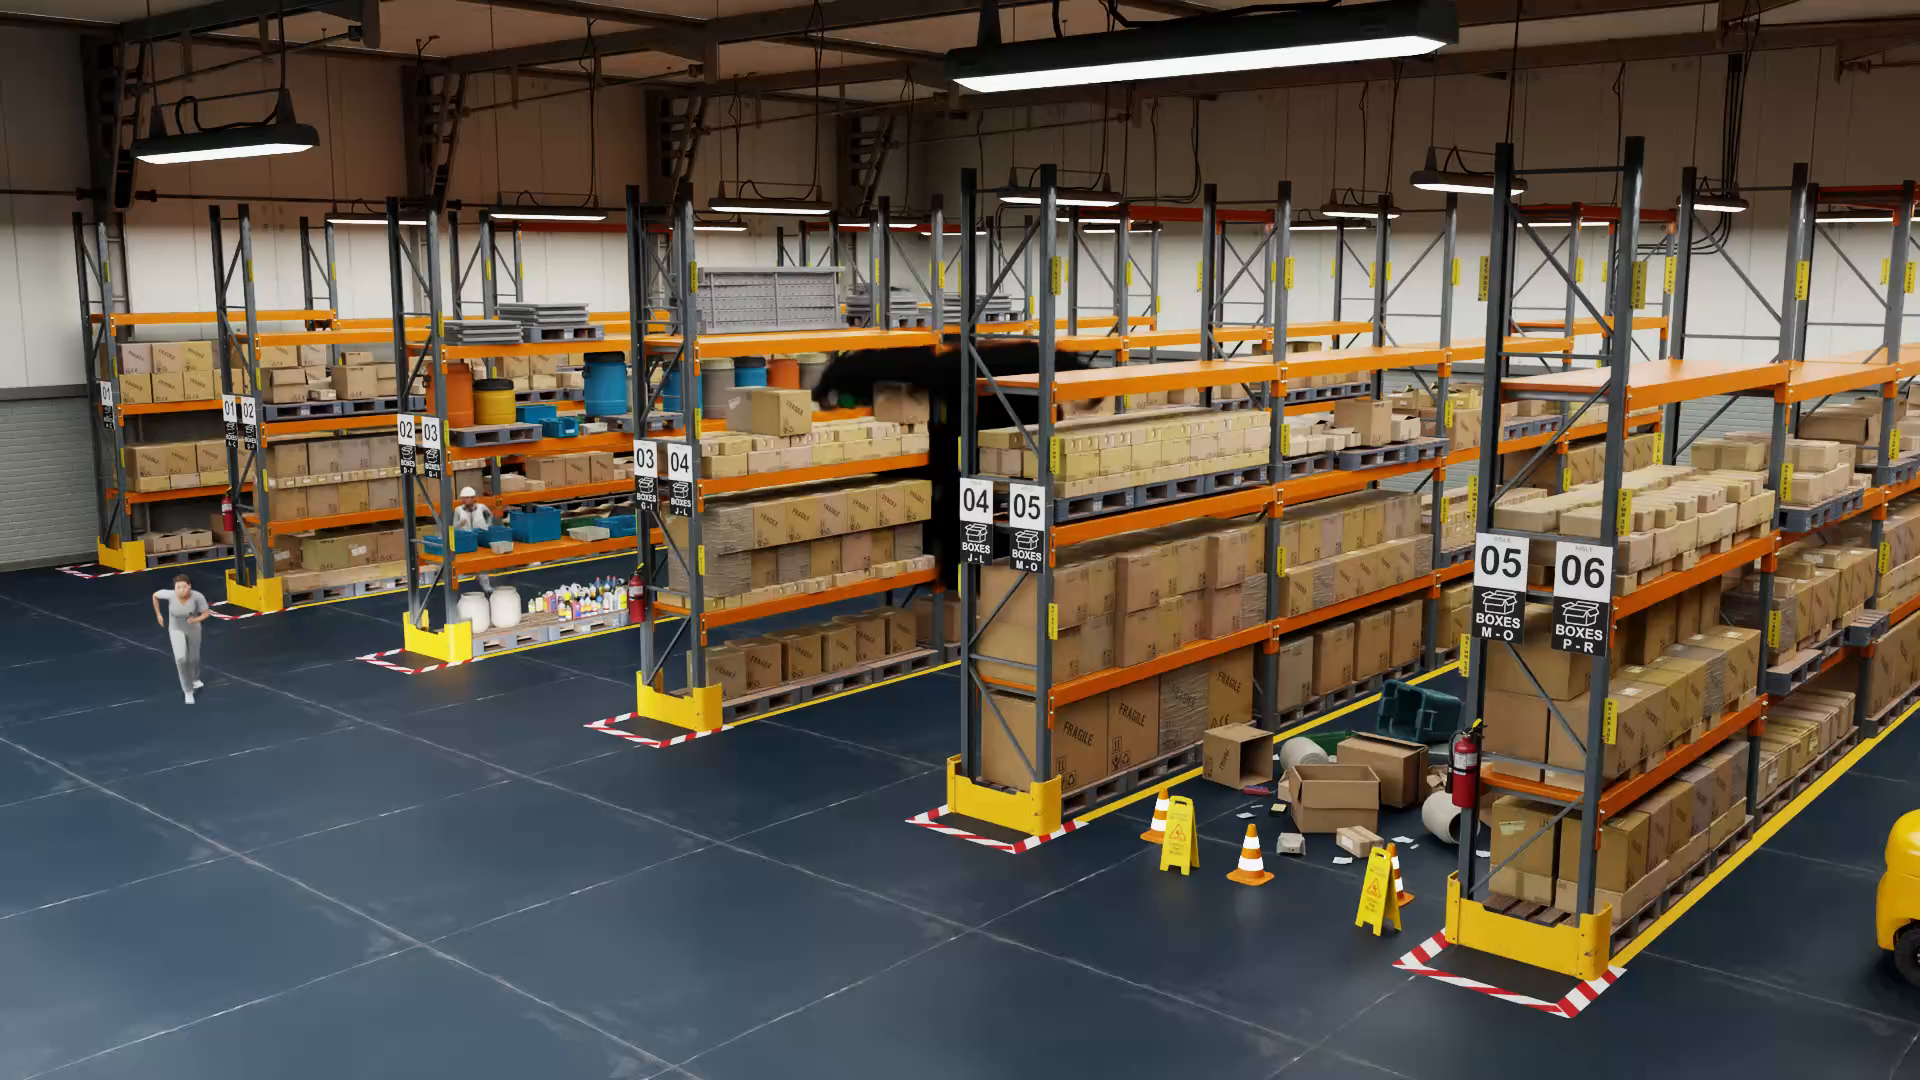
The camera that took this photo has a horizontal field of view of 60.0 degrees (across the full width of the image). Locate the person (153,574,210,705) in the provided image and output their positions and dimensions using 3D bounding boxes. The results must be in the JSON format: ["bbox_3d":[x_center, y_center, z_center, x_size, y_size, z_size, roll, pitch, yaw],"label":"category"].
[{"bbox_3d":[-9.235,1.149,19.807,0.608,1.602,0.956,-4,10,-22],"label":"person"}]

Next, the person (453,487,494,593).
[{"bbox_3d":[-7.616,0.018,25.988,0.620,1.730,0.863,-1,10,-8],"label":"person"}]
